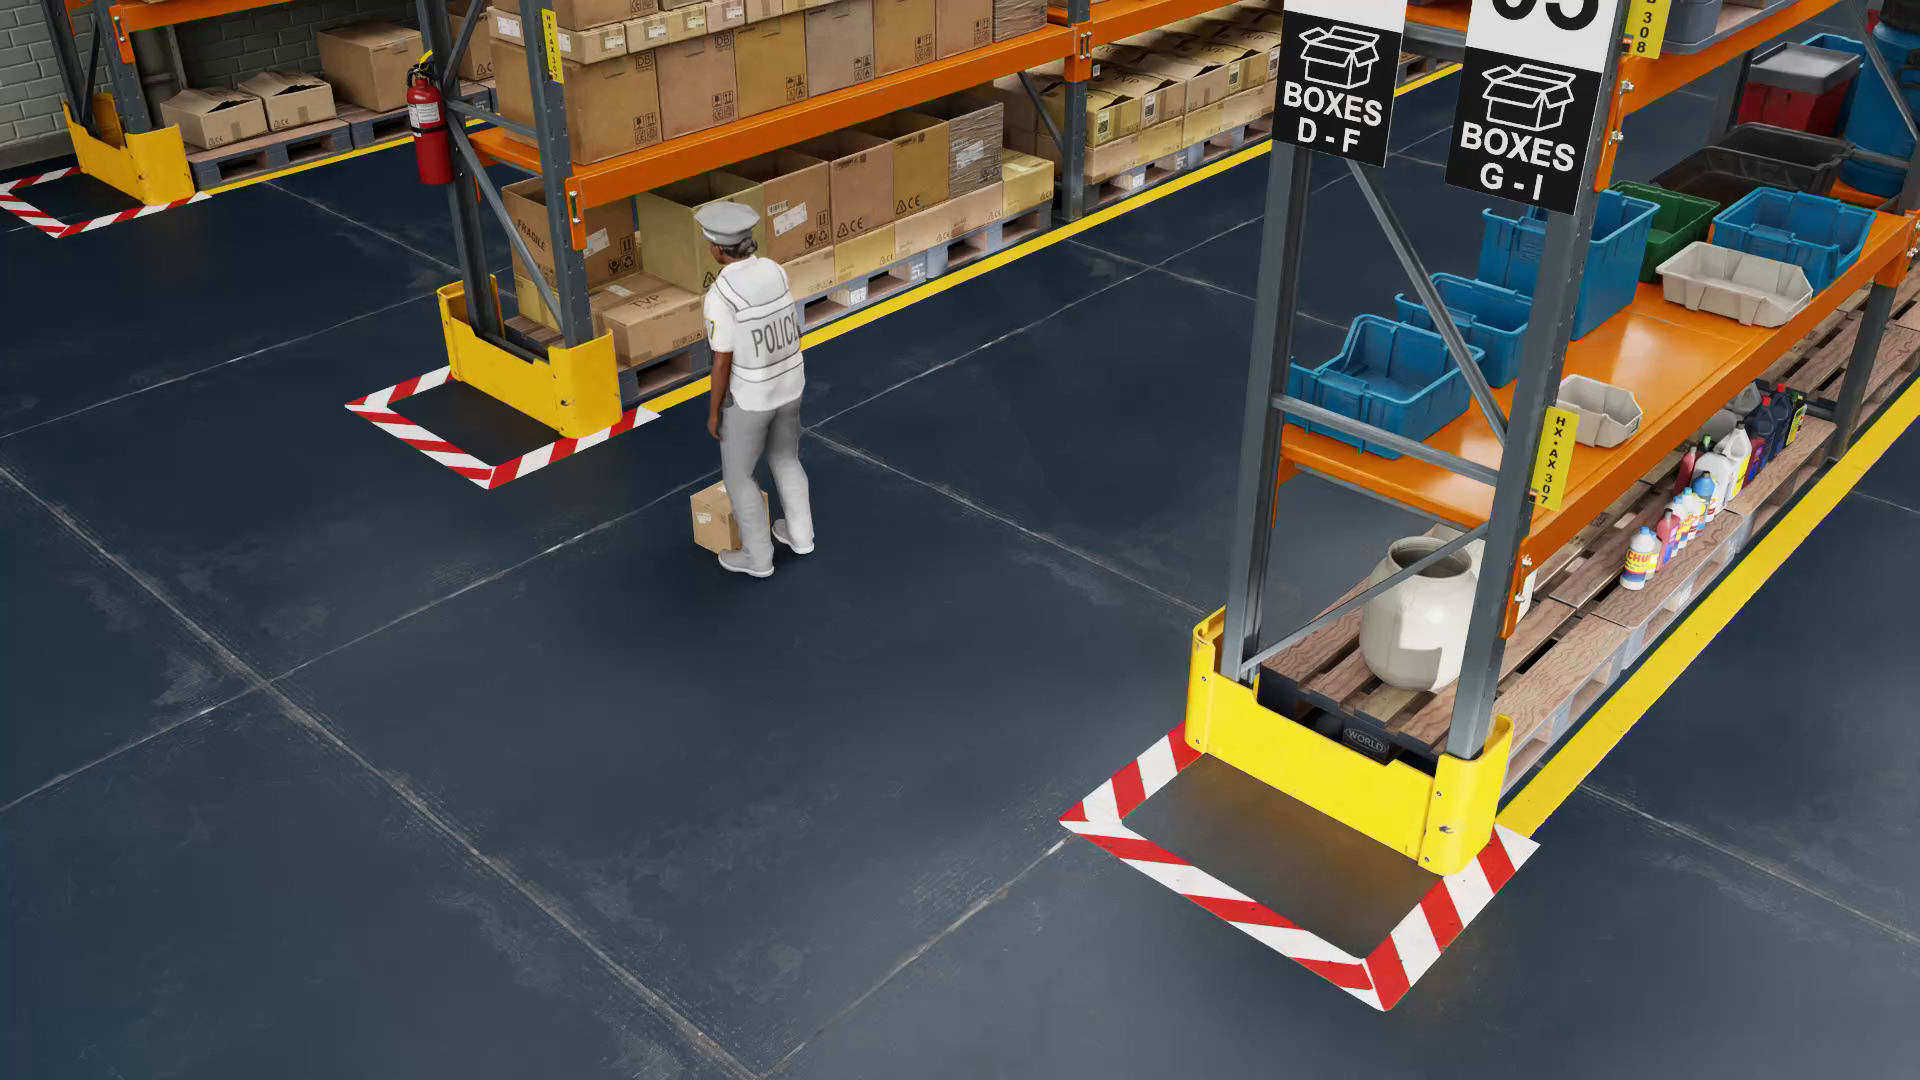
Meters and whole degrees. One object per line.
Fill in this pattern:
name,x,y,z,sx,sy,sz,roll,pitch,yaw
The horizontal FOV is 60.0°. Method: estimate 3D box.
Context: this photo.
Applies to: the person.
person,-0.876,-0.623,7.153,0.400,1.657,0.515,25,39,34
